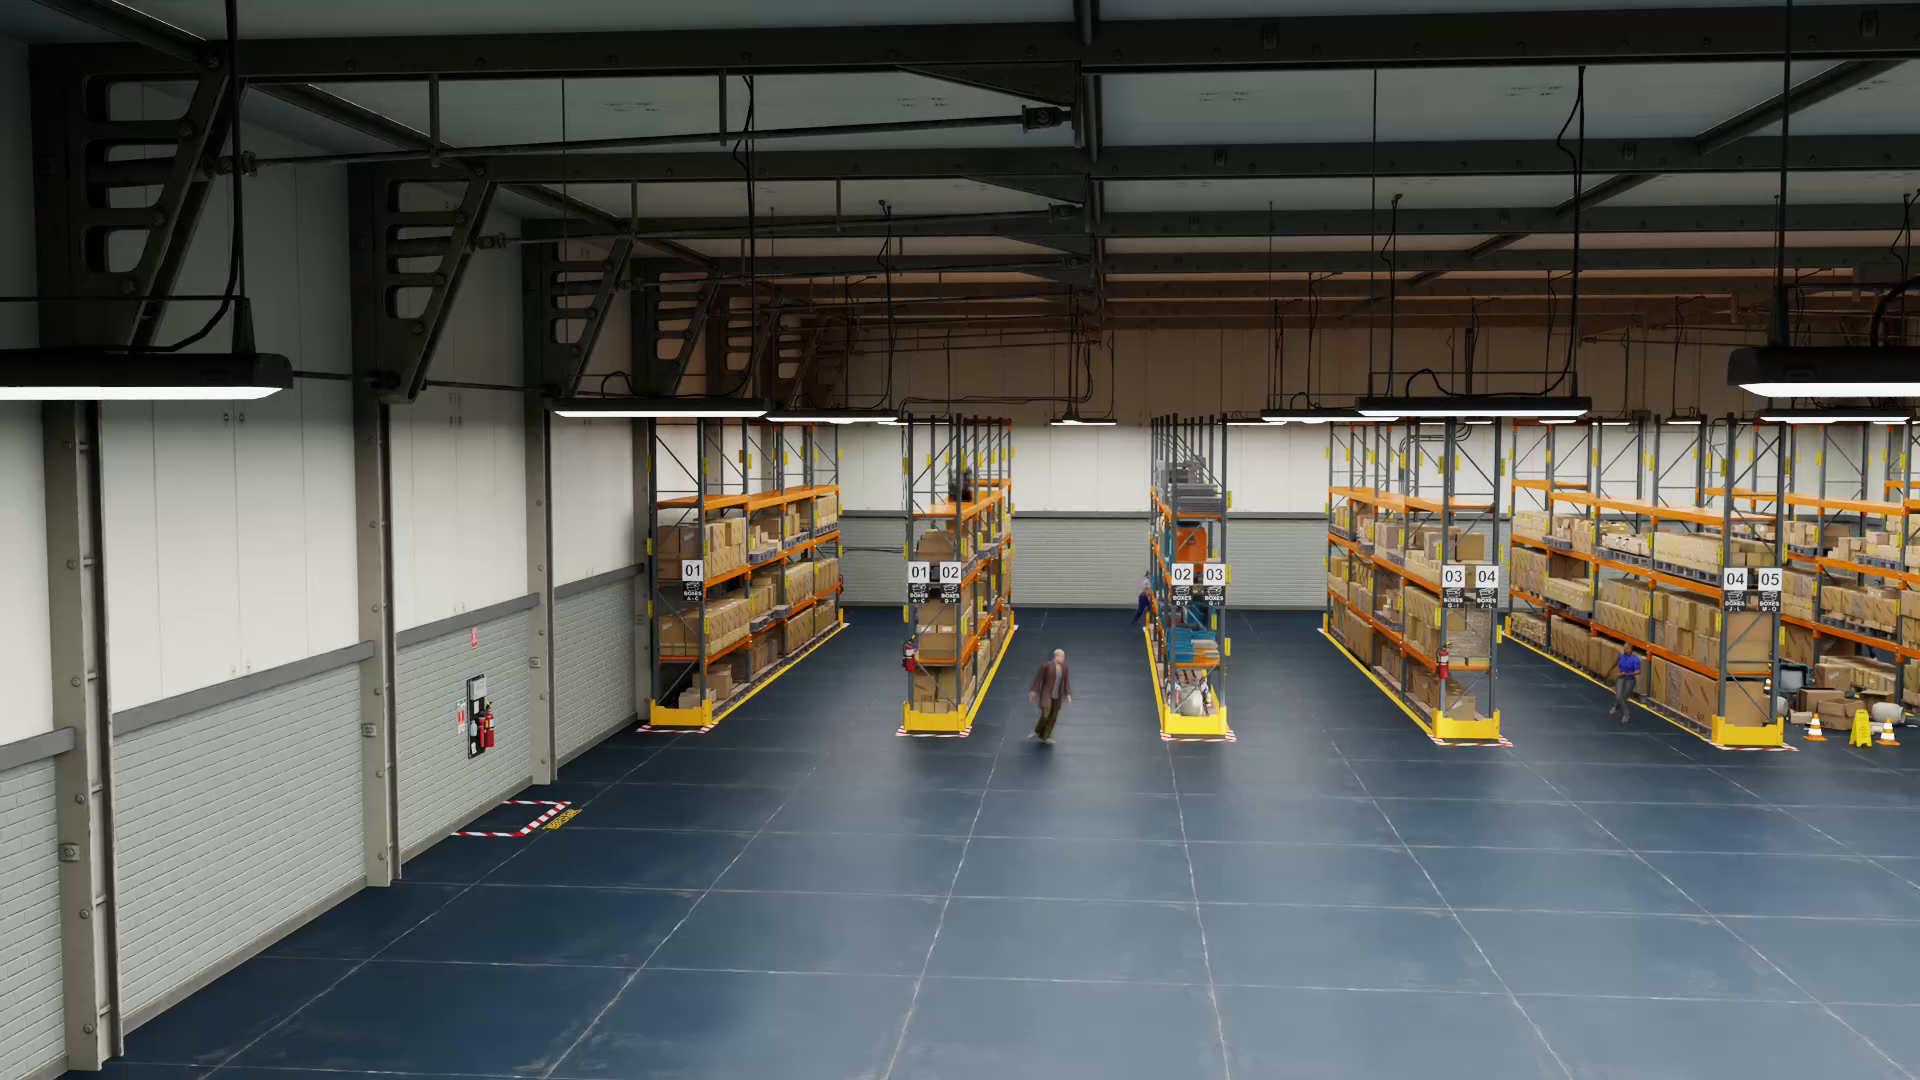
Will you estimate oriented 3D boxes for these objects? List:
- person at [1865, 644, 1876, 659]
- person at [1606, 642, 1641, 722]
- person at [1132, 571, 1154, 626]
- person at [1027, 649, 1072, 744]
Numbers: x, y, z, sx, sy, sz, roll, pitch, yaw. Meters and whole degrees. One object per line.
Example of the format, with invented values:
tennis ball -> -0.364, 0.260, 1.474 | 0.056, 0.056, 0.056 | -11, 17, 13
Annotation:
person -> 21.927, 2.222, 40.347 | 0.545, 1.543, 0.922 | 0, 4, -3
person -> 13.012, 2.768, 32.578 | 0.694, 1.595, 0.618 | 3, 5, 35
person -> 5.326, 1.682, 48.199 | 0.617, 1.606, 0.608 | 1, 4, 20
person -> 1.623, 2.829, 30.153 | 0.742, 1.745, 0.560 | -2, 4, -29
